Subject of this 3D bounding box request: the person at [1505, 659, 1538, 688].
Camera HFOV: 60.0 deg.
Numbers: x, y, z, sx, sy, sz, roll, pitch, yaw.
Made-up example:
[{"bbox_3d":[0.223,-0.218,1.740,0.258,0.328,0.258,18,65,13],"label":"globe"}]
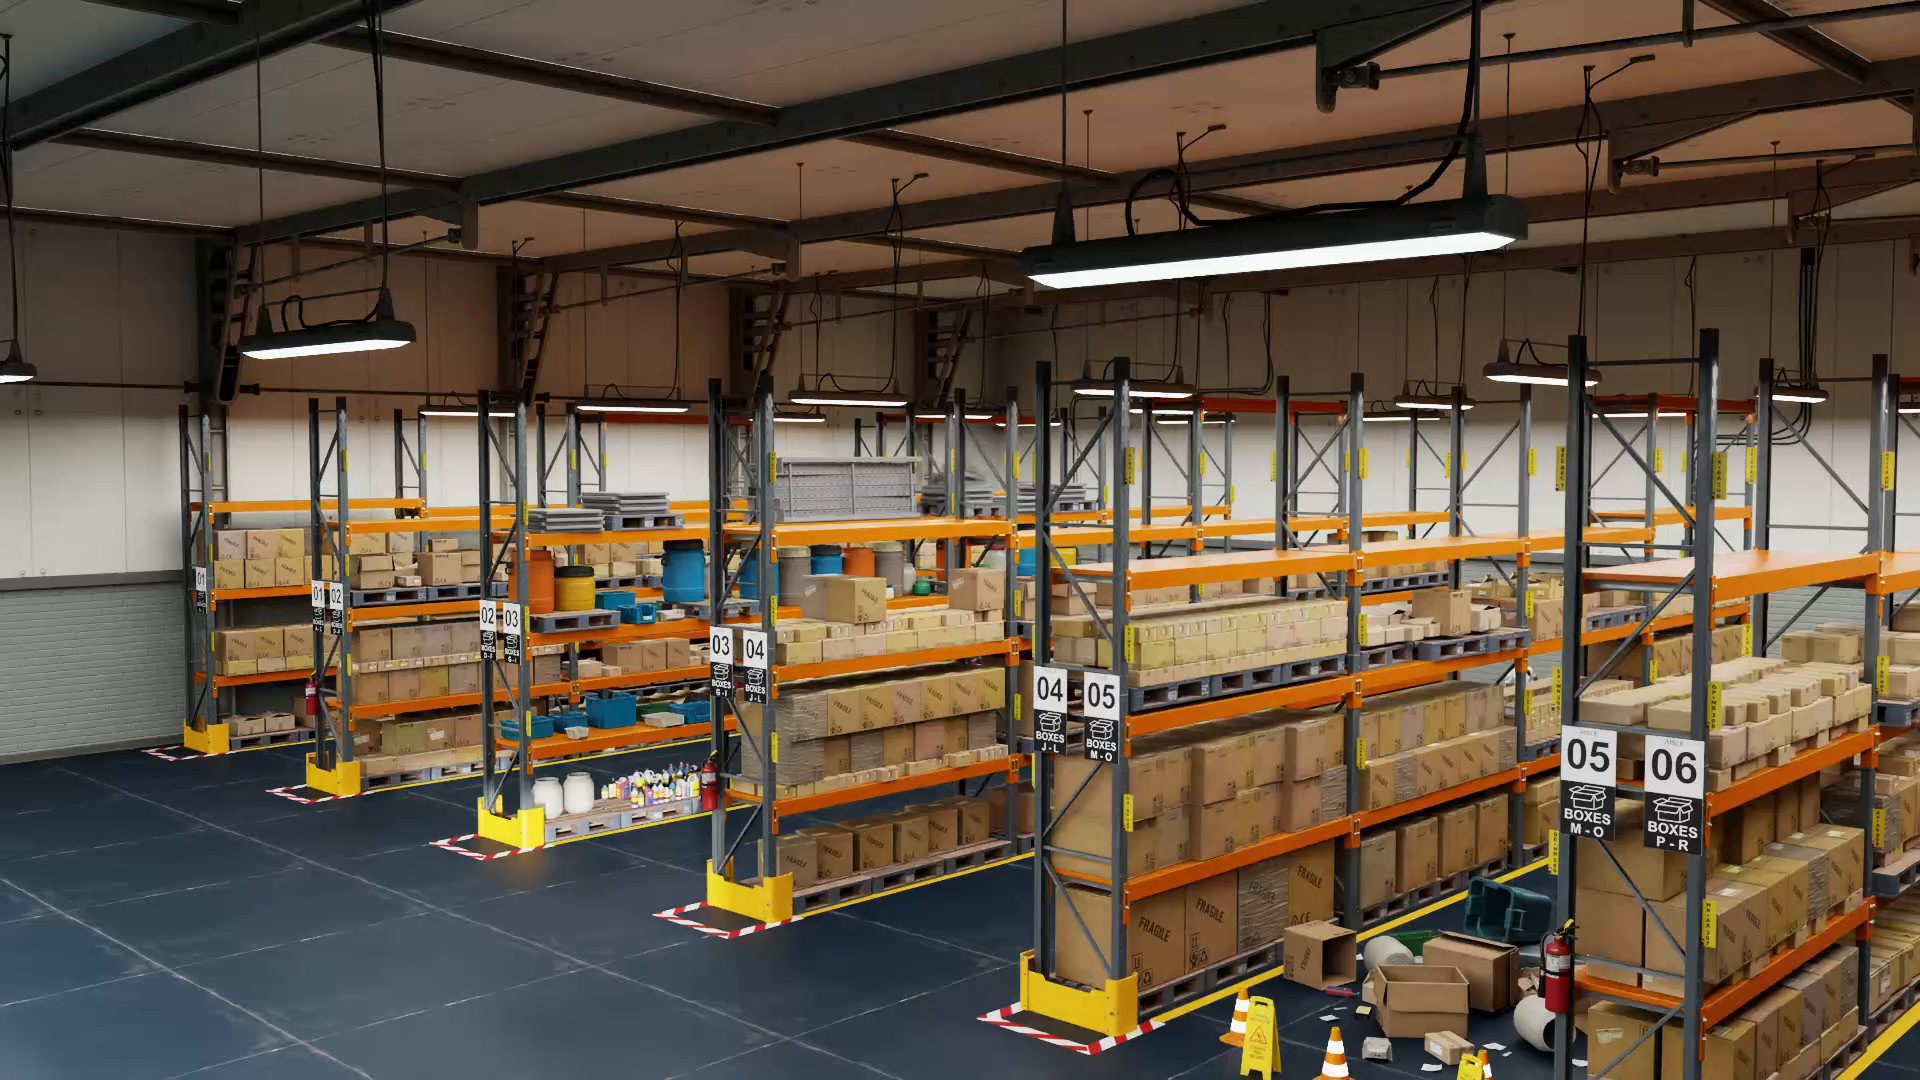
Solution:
[{"bbox_3d":[9.827,2.781,29.087,0.583,1.669,0.827,1,3,16],"label":"person"}]
